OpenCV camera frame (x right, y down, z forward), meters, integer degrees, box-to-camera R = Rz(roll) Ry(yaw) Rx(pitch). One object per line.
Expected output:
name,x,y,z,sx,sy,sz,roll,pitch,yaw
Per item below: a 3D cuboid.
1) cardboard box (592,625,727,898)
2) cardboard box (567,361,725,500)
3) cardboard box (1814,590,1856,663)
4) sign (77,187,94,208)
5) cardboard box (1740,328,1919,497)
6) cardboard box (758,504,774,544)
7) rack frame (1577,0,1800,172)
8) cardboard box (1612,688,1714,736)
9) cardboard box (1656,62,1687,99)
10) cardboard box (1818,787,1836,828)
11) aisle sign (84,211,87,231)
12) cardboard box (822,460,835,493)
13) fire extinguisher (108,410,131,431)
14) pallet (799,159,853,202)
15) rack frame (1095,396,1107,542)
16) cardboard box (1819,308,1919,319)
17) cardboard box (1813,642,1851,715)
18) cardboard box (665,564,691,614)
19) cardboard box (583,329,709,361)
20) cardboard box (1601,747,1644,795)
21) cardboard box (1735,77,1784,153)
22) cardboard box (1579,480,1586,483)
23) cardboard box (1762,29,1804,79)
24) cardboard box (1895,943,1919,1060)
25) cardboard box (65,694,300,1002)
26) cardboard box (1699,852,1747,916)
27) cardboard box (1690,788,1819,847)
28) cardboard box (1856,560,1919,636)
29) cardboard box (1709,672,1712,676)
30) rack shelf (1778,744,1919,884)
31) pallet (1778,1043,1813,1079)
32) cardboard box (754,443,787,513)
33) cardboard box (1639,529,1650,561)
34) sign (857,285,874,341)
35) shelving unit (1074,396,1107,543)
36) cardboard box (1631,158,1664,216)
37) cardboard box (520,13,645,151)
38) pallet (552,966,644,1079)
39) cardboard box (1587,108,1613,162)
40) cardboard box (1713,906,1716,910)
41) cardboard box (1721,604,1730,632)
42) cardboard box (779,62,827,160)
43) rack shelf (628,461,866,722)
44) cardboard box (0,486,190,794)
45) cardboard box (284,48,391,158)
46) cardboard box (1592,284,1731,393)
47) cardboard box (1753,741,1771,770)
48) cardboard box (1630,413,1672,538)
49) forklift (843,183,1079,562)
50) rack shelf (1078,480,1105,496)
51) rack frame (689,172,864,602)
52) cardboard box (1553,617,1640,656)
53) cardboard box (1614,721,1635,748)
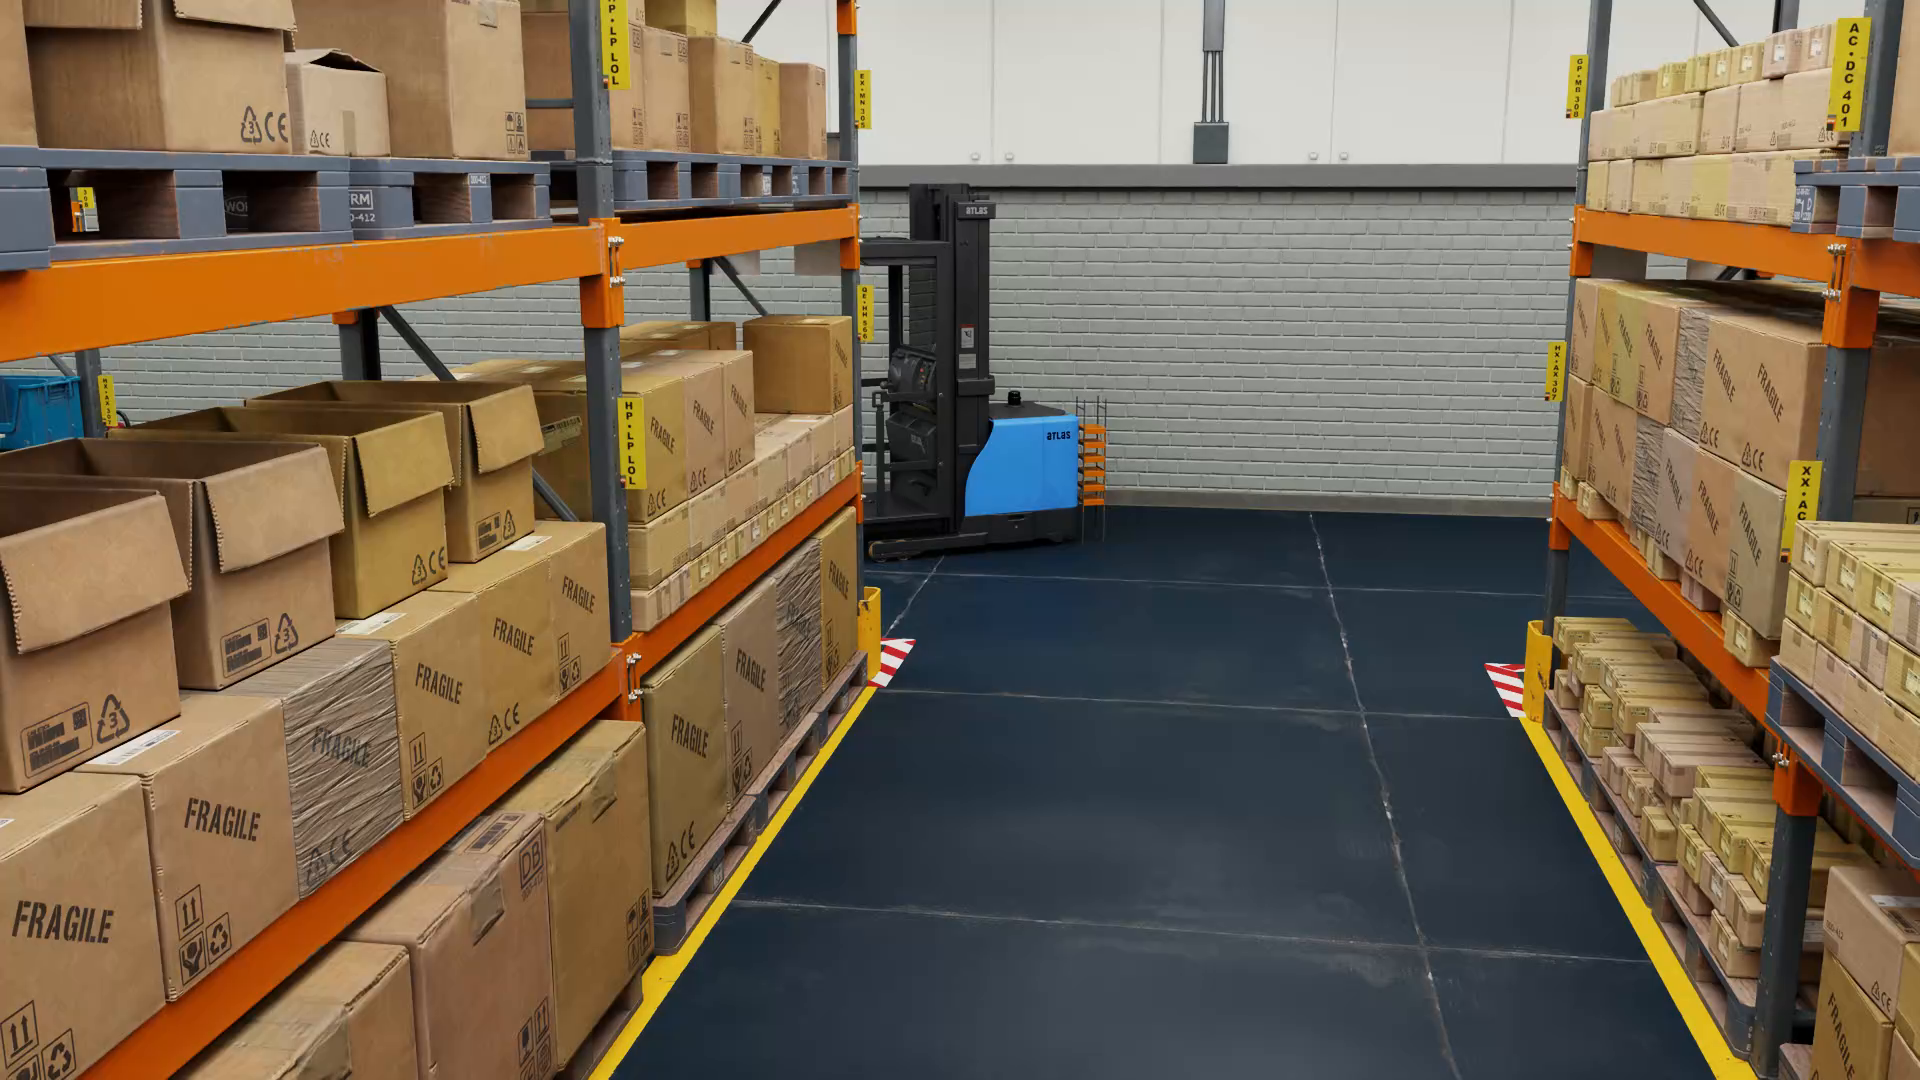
cardboard box,-1.523,0.869,6.888,0.875,0.875,0.875,2,12,9
cardboard box,-1.294,-0.462,6.887,0.500,0.500,0.500,2,12,9
cardboard box,2.629,0.245,4.628,0.380,0.149,0.250,2,12,8
sign,-5.437,-2.223,10.319,0.100,0.325,0.005,2,12,9
cardboard box,2.987,-0.438,5.587,0.500,0.500,0.500,1,12,7
cardboard box,-1.091,-0.082,7.851,0.380,0.149,0.250,2,12,7
rack frame,3.797,-3.413,8.471,1.000,3.000,0.127,2,12,9
cardboard box,3.198,0.790,7.567,0.380,0.149,0.250,2,12,10
cardboard box,3.243,-1.987,7.195,0.380,0.149,0.250,2,12,10
cardboard box,3.548,1.020,6.498,0.380,0.149,0.250,2,12,7
aisle sign,-5.682,-2.099,10.442,0.394,0.787,0.004,2,12,9
cardboard box,-0.896,-0.348,9.084,0.380,0.149,0.250,2,12,9
fire extinguisher,-5.510,-0.619,10.816,0.296,0.674,0.183,2,12,9
pallet,-1.192,-1.930,8.921,1.003,0.211,1.213,2,12,9
rack frame,1.177,-0.596,13.912,0.006,1.200,0.240,-3,12,-12
cardboard box,3.665,-0.629,6.476,0.500,0.500,0.500,2,12,10
cardboard box,2.630,0.395,4.641,0.380,0.149,0.250,2,12,10
cardboard box,-1.289,0.188,6.598,0.380,0.149,0.250,1,12,7
cardboard box,-1.580,-0.798,8.444,0.500,0.500,0.500,2,12,7
cardboard box,3.192,1.071,7.676,0.380,0.149,0.250,1,12,6
cardboard box,3.093,-1.497,5.871,0.500,0.250,0.500,1,12,6
cardboard box,3.425,-0.247,8.614,0.380,0.149,0.250,2,12,11
cardboard box,2.986,-1.662,5.687,0.380,0.149,0.250,2,12,9
cardboard box,2.728,1.258,4.191,0.500,0.250,0.500,2,12,10
cardboard box,-1.823,0.648,3.631,0.500,0.500,0.500,2,12,8
cardboard box,2.945,1.263,6.079,0.380,0.149,0.250,1,12,6
cardboard box,3.011,1.061,6.310,0.380,0.149,0.250,2,12,8
cardboard box,2.588,0.157,4.330,0.380,0.149,0.250,2,12,9
cardboard box,3.956,0.644,8.244,0.380,0.149,0.250,2,12,7
rack shelf,2.874,1.120,3.383,1.077,0.370,4.000,2,12,9
pallet,3.063,1.877,4.781,1.003,0.211,1.213,2,12,9
cardboard box,-1.133,-0.305,7.937,0.500,0.250,0.500,2,12,9
cardboard box,3.234,0.026,7.351,0.380,0.149,0.250,2,12,11
sign,-0.554,-1.324,9.704,0.100,0.325,0.005,2,12,9
shelving unit,1.088,-0.592,13.892,0.189,1.200,0.258,-3,12,-12
cardboard box,3.324,-1.571,7.400,0.500,0.250,0.500,1,12,7
cardboard box,-1.643,-1.764,6.466,0.700,0.500,0.500,1,12,5
pallet,-1.748,1.697,5.620,1.003,0.211,1.213,2,12,9
cardboard box,3.471,-2.033,8.355,0.500,0.250,0.500,2,12,10
cardboard box,3.028,1.396,6.164,0.380,0.149,0.250,2,12,10
cardboard box,3.026,0.297,6.091,0.380,0.149,0.250,2,12,11
cardboard box,-1.116,-2.322,9.055,0.700,0.500,0.500,1,12,5
rack shelf,-1.396,0.106,8.090,1.077,0.370,4.000,2,12,9
cardboard box,-2.087,0.177,3.435,0.797,0.503,0.637,2,12,10
cardboard box,-1.961,-1.232,4.686,0.500,0.311,0.500,1,12,7
cardboard box,3.394,-0.973,8.074,0.500,0.500,0.500,2,12,10
cardboard box,3.795,0.951,7.526,0.380,0.149,0.250,3,12,11
cardboard box,3.238,-0.270,7.184,0.500,0.500,0.500,2,12,7
forklift,-0.573,-1.382,13.448,3.031,2.935,1.130,-5,13,-22
rack shelf,1.088,-0.431,13.927,0.180,0.103,0.258,-3,12,-12
rack frame,-1.089,-0.662,9.946,1.000,3.000,0.127,2,12,9
cardboard box,3.381,0.515,8.841,0.380,0.149,0.250,1,12,6
cardboard box,3.321,0.880,7.852,0.380,0.149,0.250,1,12,6
